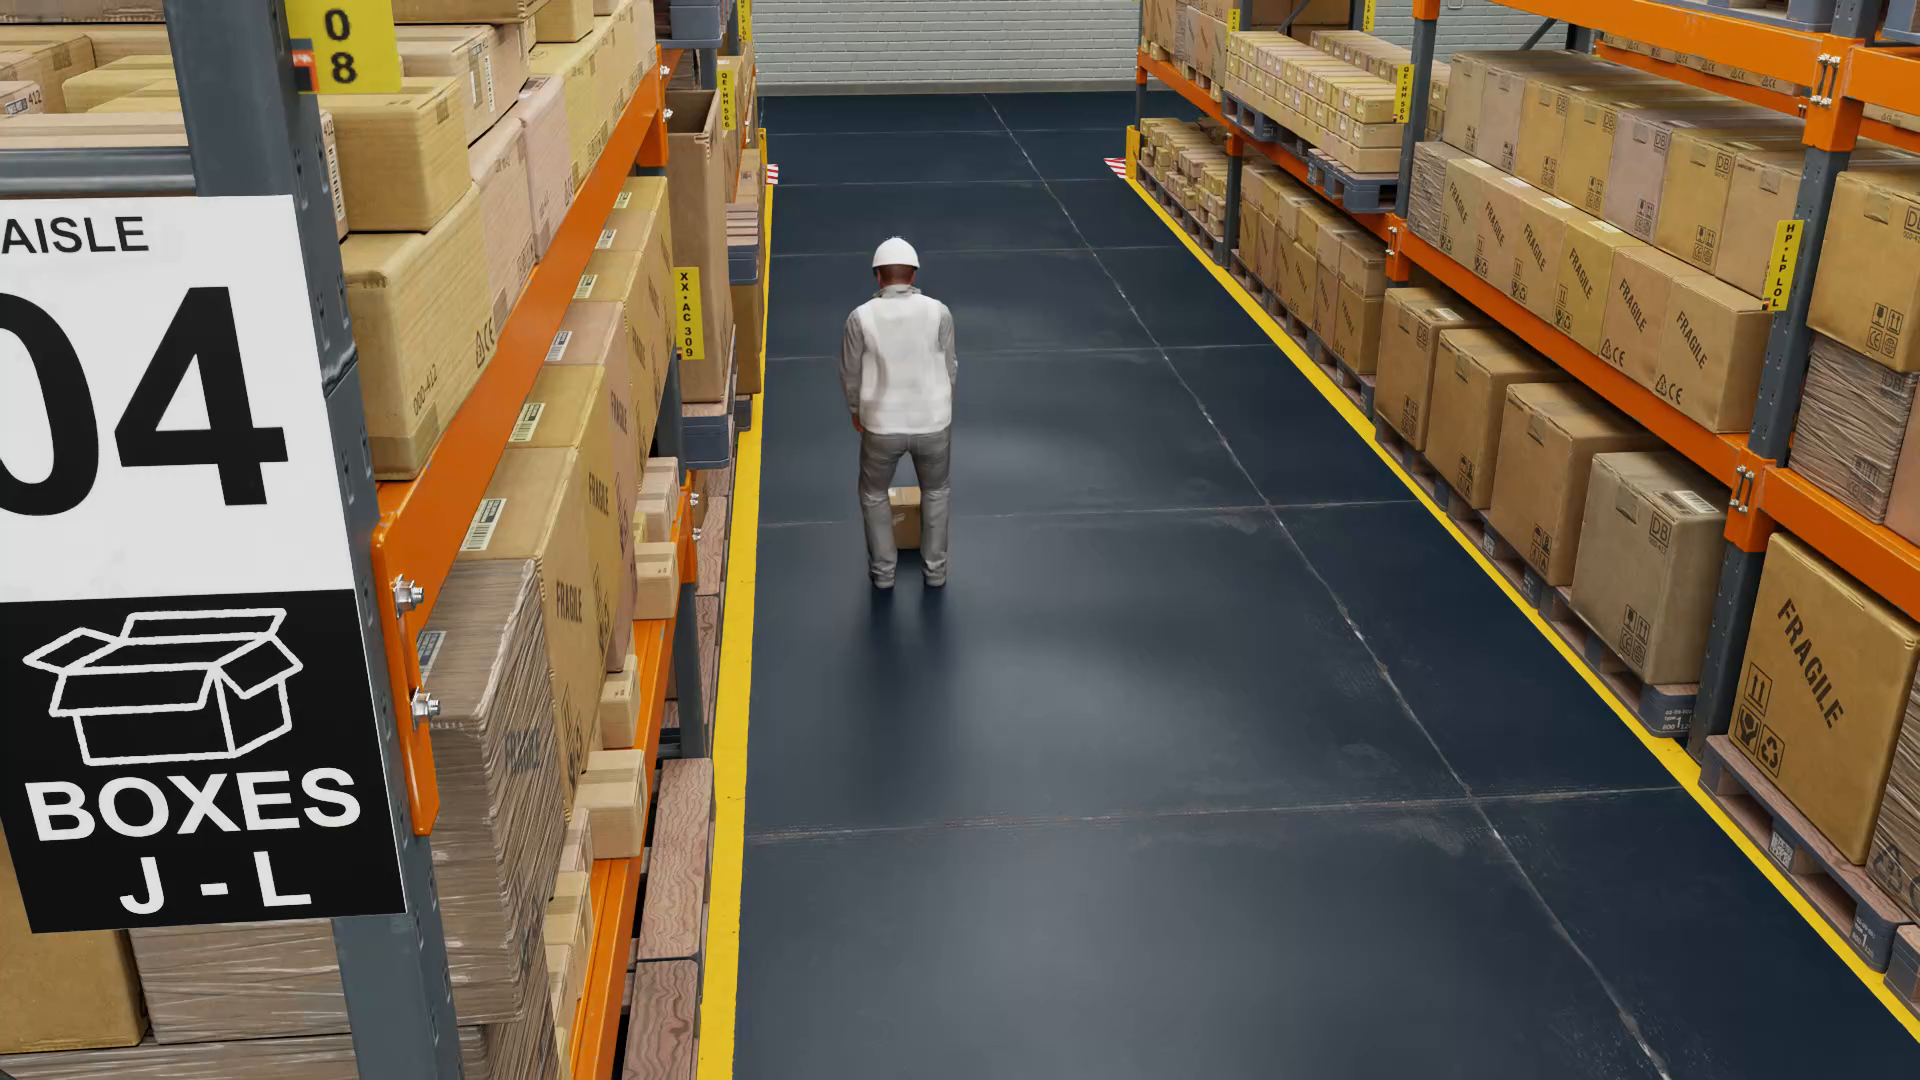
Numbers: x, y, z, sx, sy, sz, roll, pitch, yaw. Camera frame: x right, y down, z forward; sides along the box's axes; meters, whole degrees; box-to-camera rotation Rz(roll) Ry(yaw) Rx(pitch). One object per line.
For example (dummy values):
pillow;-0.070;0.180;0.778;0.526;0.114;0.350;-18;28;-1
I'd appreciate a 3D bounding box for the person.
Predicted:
person;-0.294;-0.591;8.033;0.567;1.695;0.516;-2;24;-4
